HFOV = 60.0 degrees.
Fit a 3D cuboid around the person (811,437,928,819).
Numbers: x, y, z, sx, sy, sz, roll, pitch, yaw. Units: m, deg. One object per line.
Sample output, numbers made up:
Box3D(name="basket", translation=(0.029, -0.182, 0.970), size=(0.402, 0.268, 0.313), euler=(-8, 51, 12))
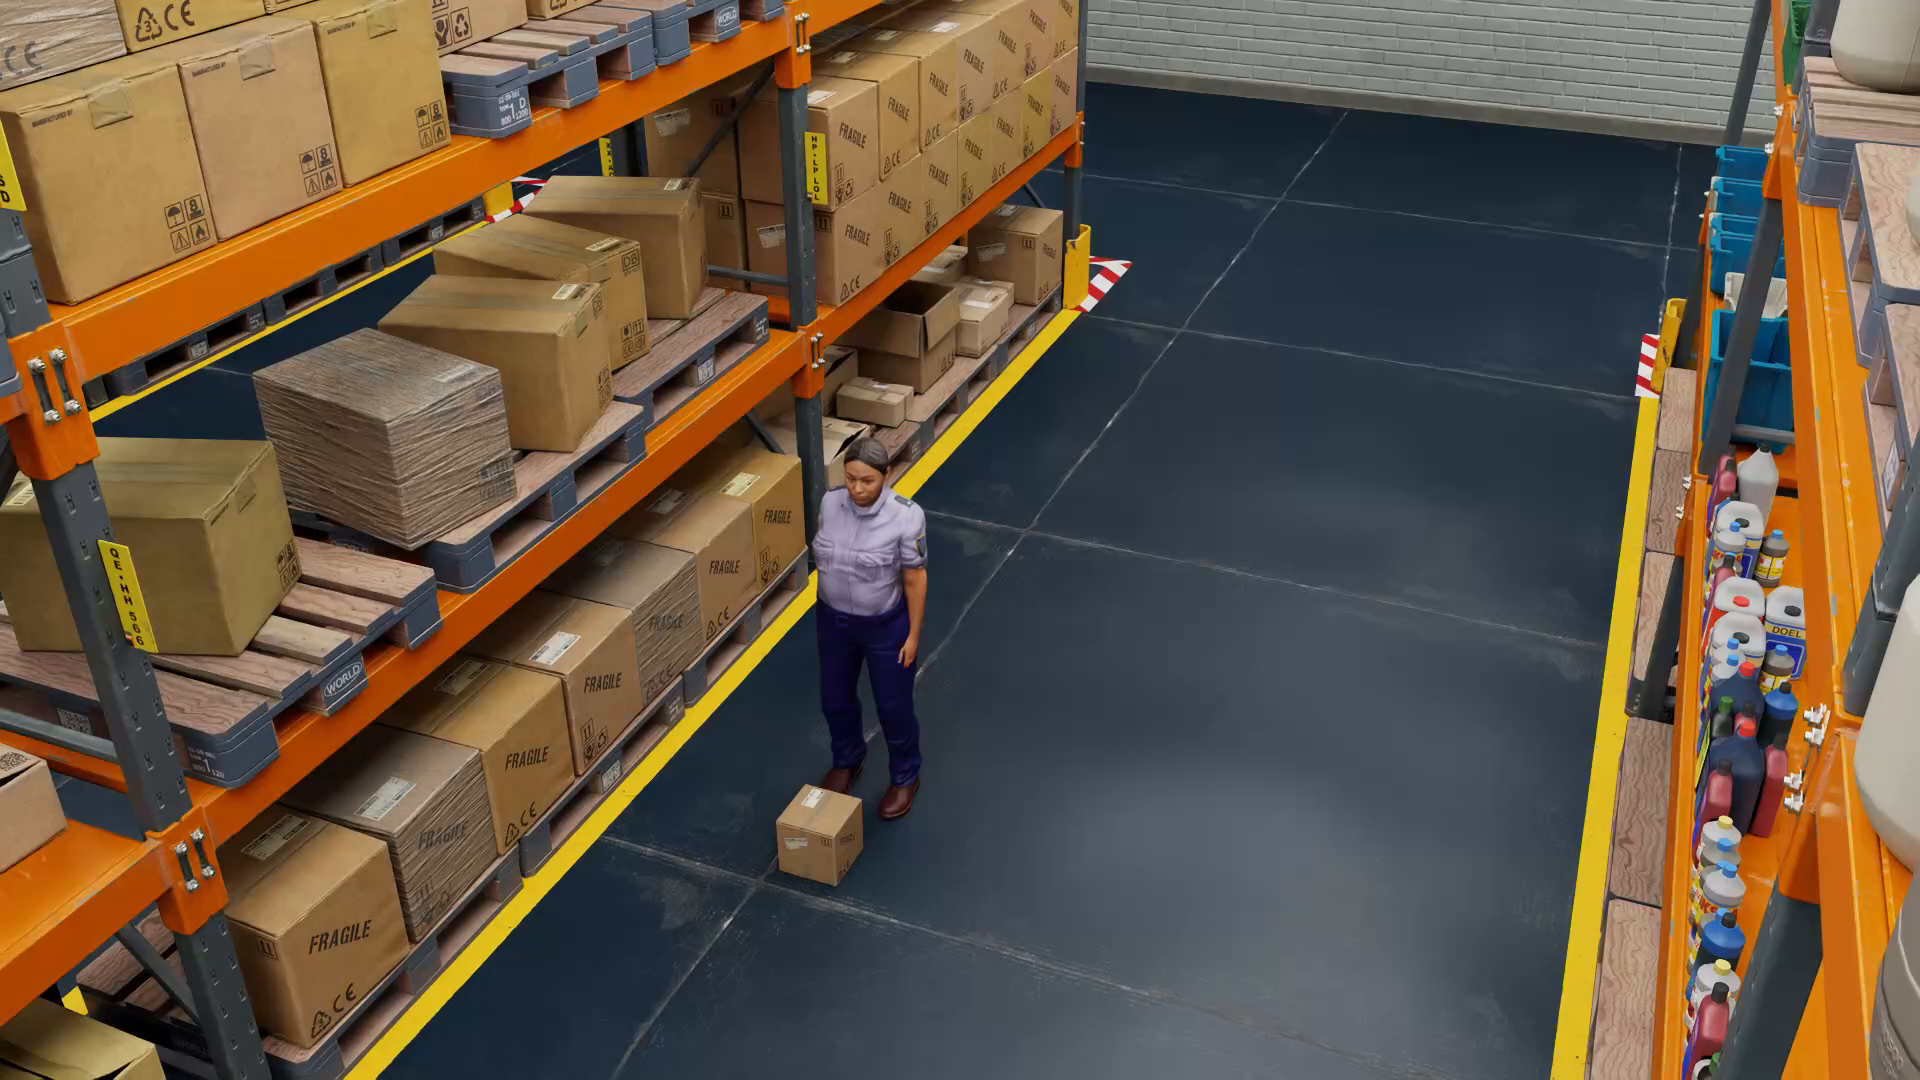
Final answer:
Box3D(name="person", translation=(-0.357, 0.343, 6.551), size=(0.464, 1.646, 0.342), euler=(12, 32, 20))
